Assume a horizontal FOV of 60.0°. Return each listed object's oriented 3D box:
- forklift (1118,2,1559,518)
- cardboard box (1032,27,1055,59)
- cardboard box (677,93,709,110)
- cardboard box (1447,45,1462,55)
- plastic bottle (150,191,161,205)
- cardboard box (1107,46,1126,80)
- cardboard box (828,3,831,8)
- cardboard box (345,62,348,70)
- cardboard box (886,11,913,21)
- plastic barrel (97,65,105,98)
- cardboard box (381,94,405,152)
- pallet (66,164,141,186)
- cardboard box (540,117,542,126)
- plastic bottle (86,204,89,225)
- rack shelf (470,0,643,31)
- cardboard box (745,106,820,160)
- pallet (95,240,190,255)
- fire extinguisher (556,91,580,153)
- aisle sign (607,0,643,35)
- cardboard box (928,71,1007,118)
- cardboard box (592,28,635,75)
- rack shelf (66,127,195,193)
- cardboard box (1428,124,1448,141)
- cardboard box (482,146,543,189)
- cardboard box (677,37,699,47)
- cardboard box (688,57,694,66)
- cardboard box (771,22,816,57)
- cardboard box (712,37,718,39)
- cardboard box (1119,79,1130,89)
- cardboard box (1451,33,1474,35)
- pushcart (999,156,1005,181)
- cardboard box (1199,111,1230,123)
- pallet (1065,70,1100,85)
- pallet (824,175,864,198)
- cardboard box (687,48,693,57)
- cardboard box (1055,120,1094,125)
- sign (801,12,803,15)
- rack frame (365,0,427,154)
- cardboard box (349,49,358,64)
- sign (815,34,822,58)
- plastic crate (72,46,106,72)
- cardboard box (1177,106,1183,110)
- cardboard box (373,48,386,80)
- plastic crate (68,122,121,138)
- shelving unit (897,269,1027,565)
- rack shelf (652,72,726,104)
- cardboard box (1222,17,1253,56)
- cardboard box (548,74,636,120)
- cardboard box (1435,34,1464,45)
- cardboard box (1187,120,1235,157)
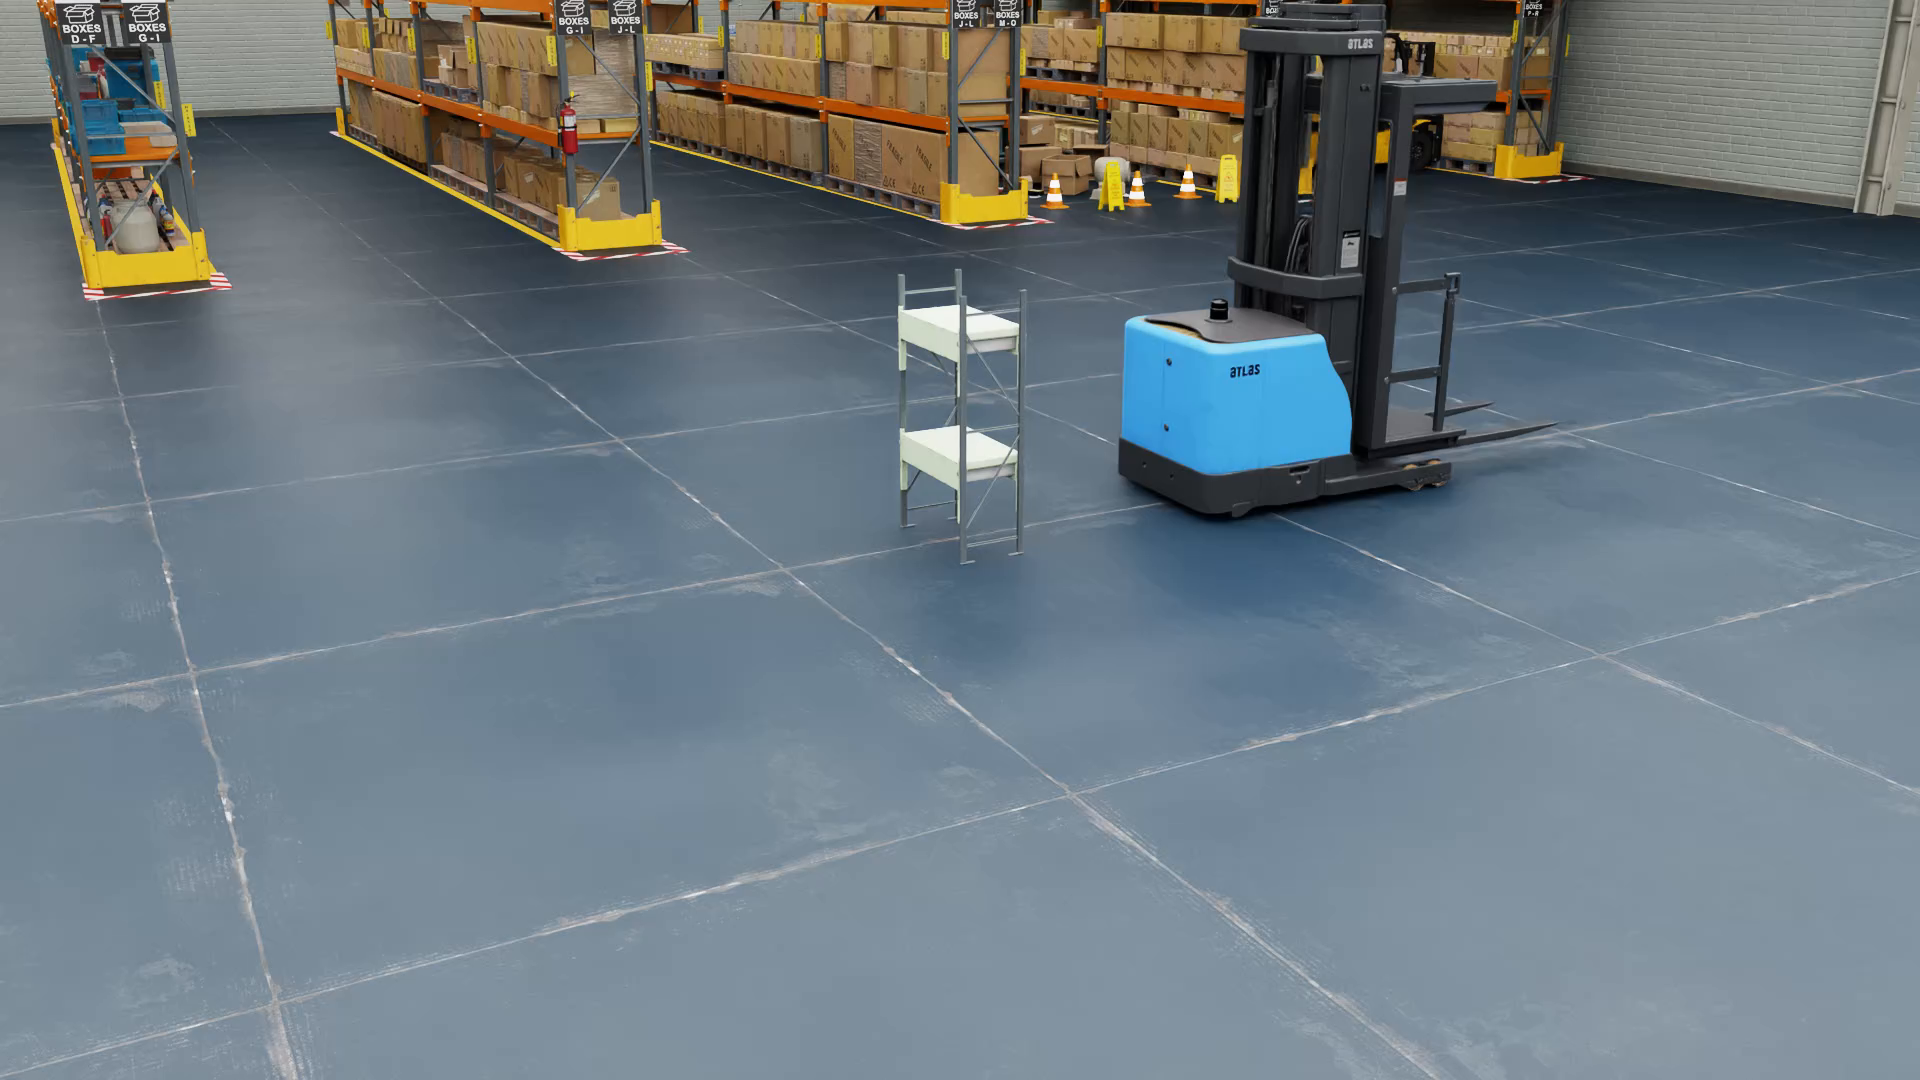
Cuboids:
[{"bbox_3d":[2.561,-1.839,10.468,3.031,2.935,1.130,-10,21,-26],"label":"forklift"},{"bbox_3d":[1.570,-8.503,28.423,0.500,0.500,0.500,-11,22,-29],"label":"cardboard box"},{"bbox_3d":[-4.778,-7.898,29.960,0.500,0.250,0.500,-9,21,-25],"label":"cardboard box"},{"bbox_3d":[8.079,-7.905,26.794,0.380,0.149,0.250,-11,22,-28],"label":"cardboard box"},{"bbox_3d":[-9.713,-4.037,20.118,0.144,0.351,0.185,-11,22,-29],"label":"plastic bottle"},{"bbox_3d":[2.681,-7.597,26.439,0.500,0.500,0.500,-10,21,-27],"label":"cardboard box"},{"bbox_3d":[-2.706,-11.476,35.609,0.380,0.149,0.250,-11,22,-28],"label":"cardboard box"},{"bbox_3d":[-11.335,-8.922,31.273,0.380,0.149,0.250,-10,22,-28],"label":"cardboard box"},{"bbox_3d":[-1.126,-10.224,32.976,0.500,0.500,0.500,-10,21,-26],"label":"cardboard box"},{"bbox_3d":[-11.776,-6.403,23.379,0.600,0.536,0.708,-10,21,-27],"label":"plastic barrel"},{"bbox_3d":[-9.057,-7.097,28.214,1.225,0.875,0.875,-11,22,-29],"label":"cardboard box"},{"bbox_3d":[-13.249,-5.676,25.757,1.003,0.211,1.213,-10,21,-27],"label":"pallet"},{"bbox_3d":[-4.891,-5.114,20.239,0.380,0.149,0.250,-10,21,-27],"label":"cardboard box"},{"bbox_3d":[-10.214,-3.796,19.524,0.061,0.283,0.133,-9,21,-24],"label":"plastic bottle"},{"bbox_3d":[-5.055,-6.547,20.511,1.077,0.370,4.000,-10,21,-27],"label":"rack shelf"},{"bbox_3d":[-2.863,-6.627,27.043,1.050,0.750,0.750,-10,21,-26],"label":"cardboard box"},{"bbox_3d":[-8.922,-3.058,18.171,1.003,0.211,1.213,-10,21,-27],"label":"pallet"},{"bbox_3d":[-4.456,-4.754,18.930,0.296,0.674,0.183,-10,21,-27],"label":"fire extinguisher"},{"bbox_3d":[-3.811,-6.153,18.878,0.394,0.787,0.004,-10,21,-27],"label":"aisle sign"},{"bbox_3d":[0.092,-5.805,21.625,0.875,0.550,0.550,-10,21,-27],"label":"cardboard box"},{"bbox_3d":[-4.126,-5.756,19.571,0.500,0.500,0.500,-10,21,-27],"label":"cardboard box"},{"bbox_3d":[-9.414,-4.362,18.777,1.077,0.370,4.000,-10,21,-27],"label":"rack shelf"},{"bbox_3d":[7.985,-6.717,27.304,0.500,0.250,0.500,-11,22,-28],"label":"cardboard box"},{"bbox_3d":[-6.277,-5.249,23.403,0.700,0.500,0.500,-12,22,-31],"label":"cardboard box"},{"bbox_3d":[-4.739,-8.733,29.171,0.380,0.149,0.250,-9,21,-24],"label":"cardboard box"},{"bbox_3d":[-4.483,-8.299,28.824,0.380,0.149,0.250,-10,22,-27],"label":"cardboard box"},{"bbox_3d":[-2.556,-7.882,26.188,0.700,0.500,0.500,-10,22,-27],"label":"cardboard box"},{"bbox_3d":[-4.165,-8.832,29.456,0.380,0.149,0.250,-9,21,-25],"label":"cardboard box"},{"bbox_3d":[2.750,-7.255,26.443,0.380,0.149,0.250,-9,21,-25],"label":"cardboard box"},{"bbox_3d":[8.302,-8.273,27.403,0.380,0.149,0.250,-10,21,-26],"label":"cardboard box"},{"bbox_3d":[0.734,-5.971,26.358,0.936,0.377,1.648,16,25,39],"label":"pushcart"},{"bbox_3d":[3.773,-6.275,24.644,0.380,0.149,0.250,-9,21,-25],"label":"cardboard box"},{"bbox_3d":[2.482,-7.730,27.728,1.003,0.211,1.213,-10,21,-27],"label":"pallet"},{"bbox_3d":[-1.299,-5.234,24.476,1.003,0.211,1.213,-10,21,-27],"label":"pallet"},{"bbox_3d":[-4.500,-8.446,28.795,0.380,0.149,0.250,-10,21,-27],"label":"cardboard box"},{"bbox_3d":[1.790,-7.090,28.965,0.950,0.372,0.625,-9,21,-25],"label":"cardboard box"},{"bbox_3d":[-3.908,-13.363,42.493,0.339,0.242,0.001,-10,21,-27],"label":"sign"},{"bbox_3d":[-9.803,-8.340,29.202,1.000,3.000,0.127,-10,21,-27],"label":"rack frame"},{"bbox_3d":[-10.972,-8.936,30.705,0.500,0.250,0.500,-10,22,-28],"label":"cardboard box"},{"bbox_3d":[-2.064,-7.206,24.262,0.100,0.325,0.005,-10,21,-27],"label":"sign"},{"bbox_3d":[-15.738,-8.699,30.096,0.616,0.435,0.499,-10,21,-27],"label":"plastic crate"},{"bbox_3d":[4.566,-8.747,33.570,0.500,0.500,0.500,-10,22,-27],"label":"cardboard box"},{"bbox_3d":[-9.805,-8.216,28.691,0.500,0.500,0.500,-10,21,-26],"label":"cardboard box"},{"bbox_3d":[-9.268,-4.342,17.845,0.499,0.251,0.408,-10,21,-27],"label":"plastic crate"},{"bbox_3d":[0.003,-0.707,9.381,0.431,1.500,0.755,-10,21,-27],"label":"shelving unit"},{"bbox_3d":[-4.440,-8.165,29.798,1.077,0.370,4.000,-10,21,-27],"label":"rack shelf"},{"bbox_3d":[4.182,-7.204,23.767,0.700,0.500,0.500,-11,22,-28],"label":"cardboard box"},{"bbox_3d":[-4.342,-5.245,19.624,0.875,0.500,0.500,-10,21,-27],"label":"cardboard box"},{"bbox_3d":[7.933,-8.116,26.948,0.380,0.149,0.250,-10,21,-26],"label":"cardboard box"},{"bbox_3d":[3.756,-6.022,24.907,0.500,0.500,0.500,-9,21,-25],"label":"cardboard box"}]
